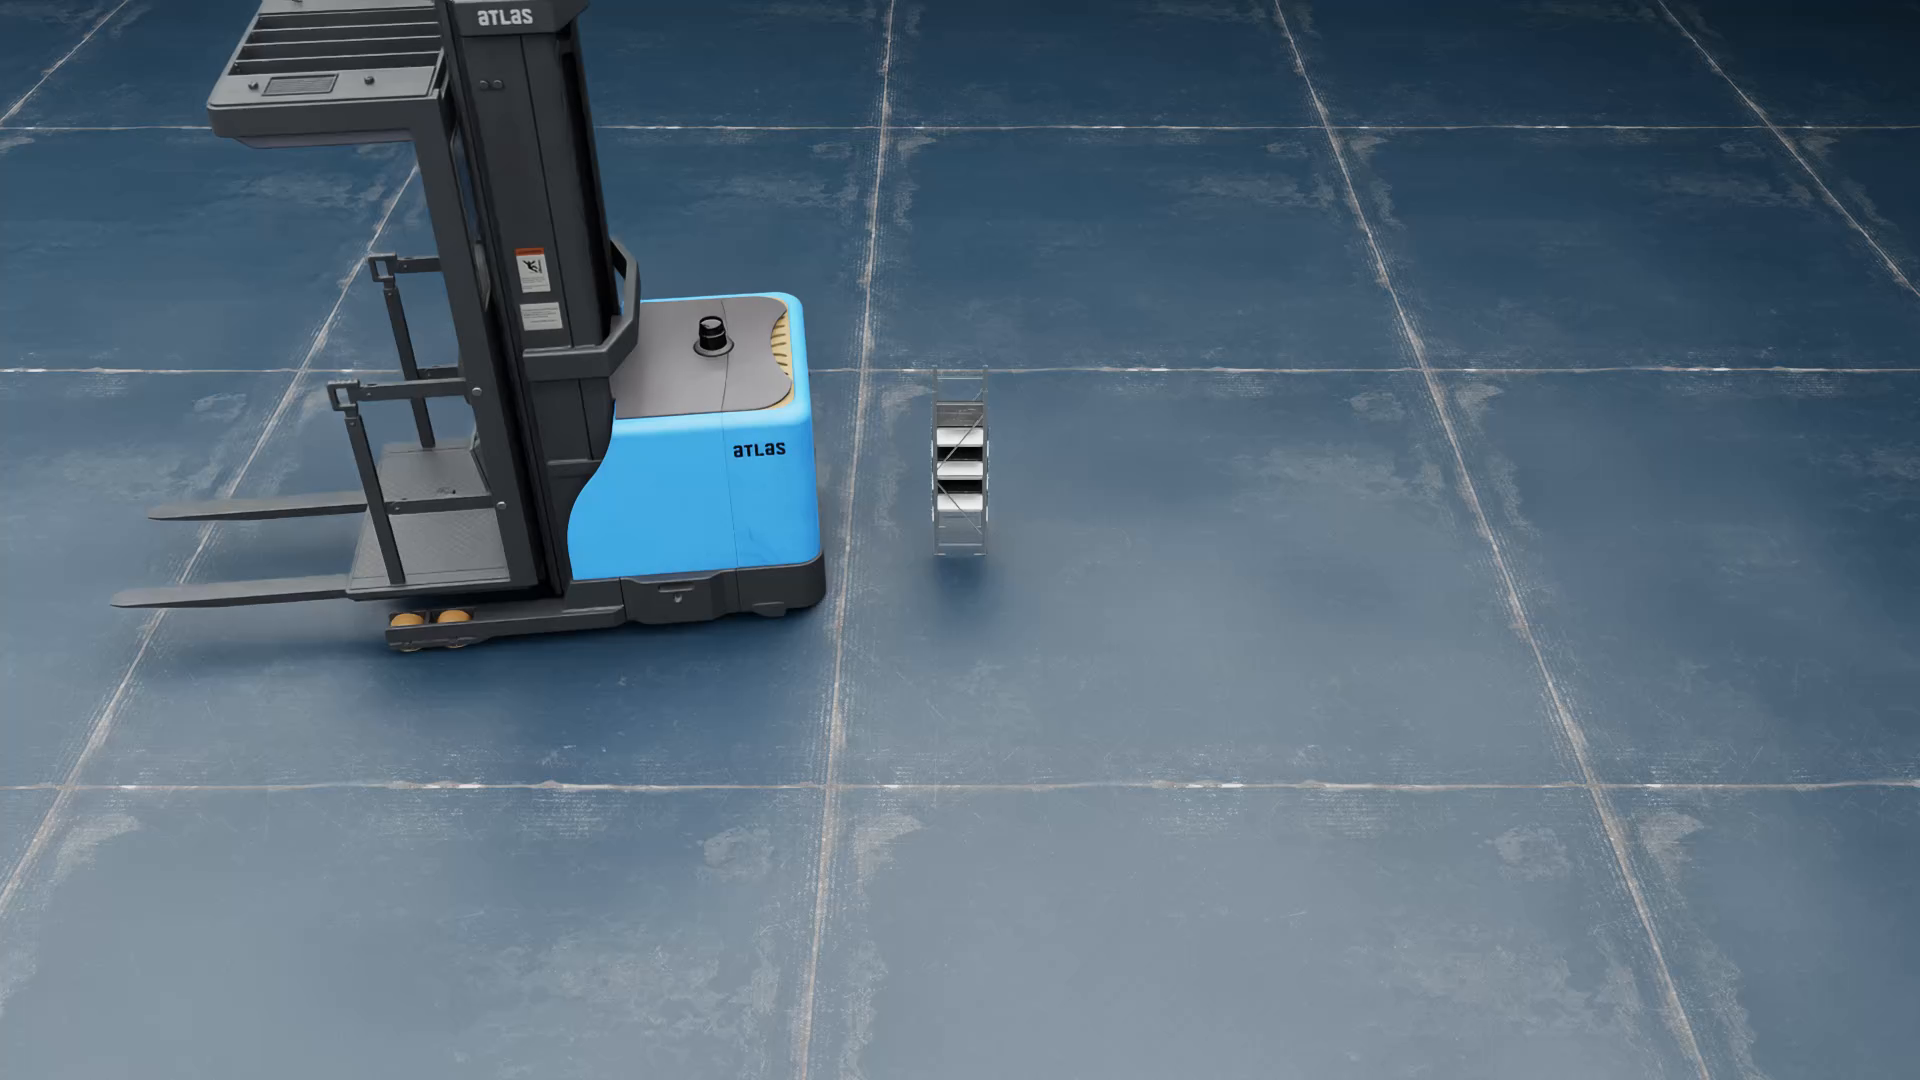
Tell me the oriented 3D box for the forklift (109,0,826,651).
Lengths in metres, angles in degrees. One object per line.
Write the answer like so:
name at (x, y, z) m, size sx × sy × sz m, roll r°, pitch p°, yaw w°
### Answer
forklift at (-2.146, -1.015, 6.673) m, size 3.031 × 2.935 × 1.130 m, roll -4°, pitch 39°, yaw -5°

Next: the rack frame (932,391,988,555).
rack frame at (0.000, -0.282, 7.383) m, size 0.240 × 0.900 × 0.006 m, roll 0°, pitch 39°, yaw 0°

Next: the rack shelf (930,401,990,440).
rack shelf at (0.000, -0.531, 7.314) m, size 0.258 × 0.077 × 0.200 m, roll 0°, pitch 39°, yaw 0°

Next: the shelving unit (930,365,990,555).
shelving unit at (0.000, -0.346, 7.462) m, size 0.258 × 0.900 × 0.210 m, roll 0°, pitch 39°, yaw 0°

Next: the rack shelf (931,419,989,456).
rack shelf at (0.000, -0.461, 7.371) m, size 0.258 × 0.077 × 0.200 m, roll 0°, pitch 39°, yaw 0°

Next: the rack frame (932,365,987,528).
rack frame at (0.000, -0.410, 7.542) m, size 0.240 × 0.900 × 0.006 m, roll 0°, pitch 39°, yaw 0°

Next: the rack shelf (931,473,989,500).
rack shelf at (0.000, -0.250, 7.539) m, size 0.258 × 0.077 × 0.200 m, roll 0°, pitch 39°, yaw 0°

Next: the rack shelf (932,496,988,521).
rack shelf at (0.000, -0.180, 7.596) m, size 0.258 × 0.077 × 0.200 m, roll 0°, pitch 39°, yaw 0°

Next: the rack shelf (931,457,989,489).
rack shelf at (0.000, -0.320, 7.483) m, size 0.258 × 0.077 × 0.200 m, roll 0°, pitch 39°, yaw 0°

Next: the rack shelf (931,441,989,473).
rack shelf at (0.000, -0.390, 7.427) m, size 0.258 × 0.077 × 0.200 m, roll 0°, pitch 39°, yaw 0°
